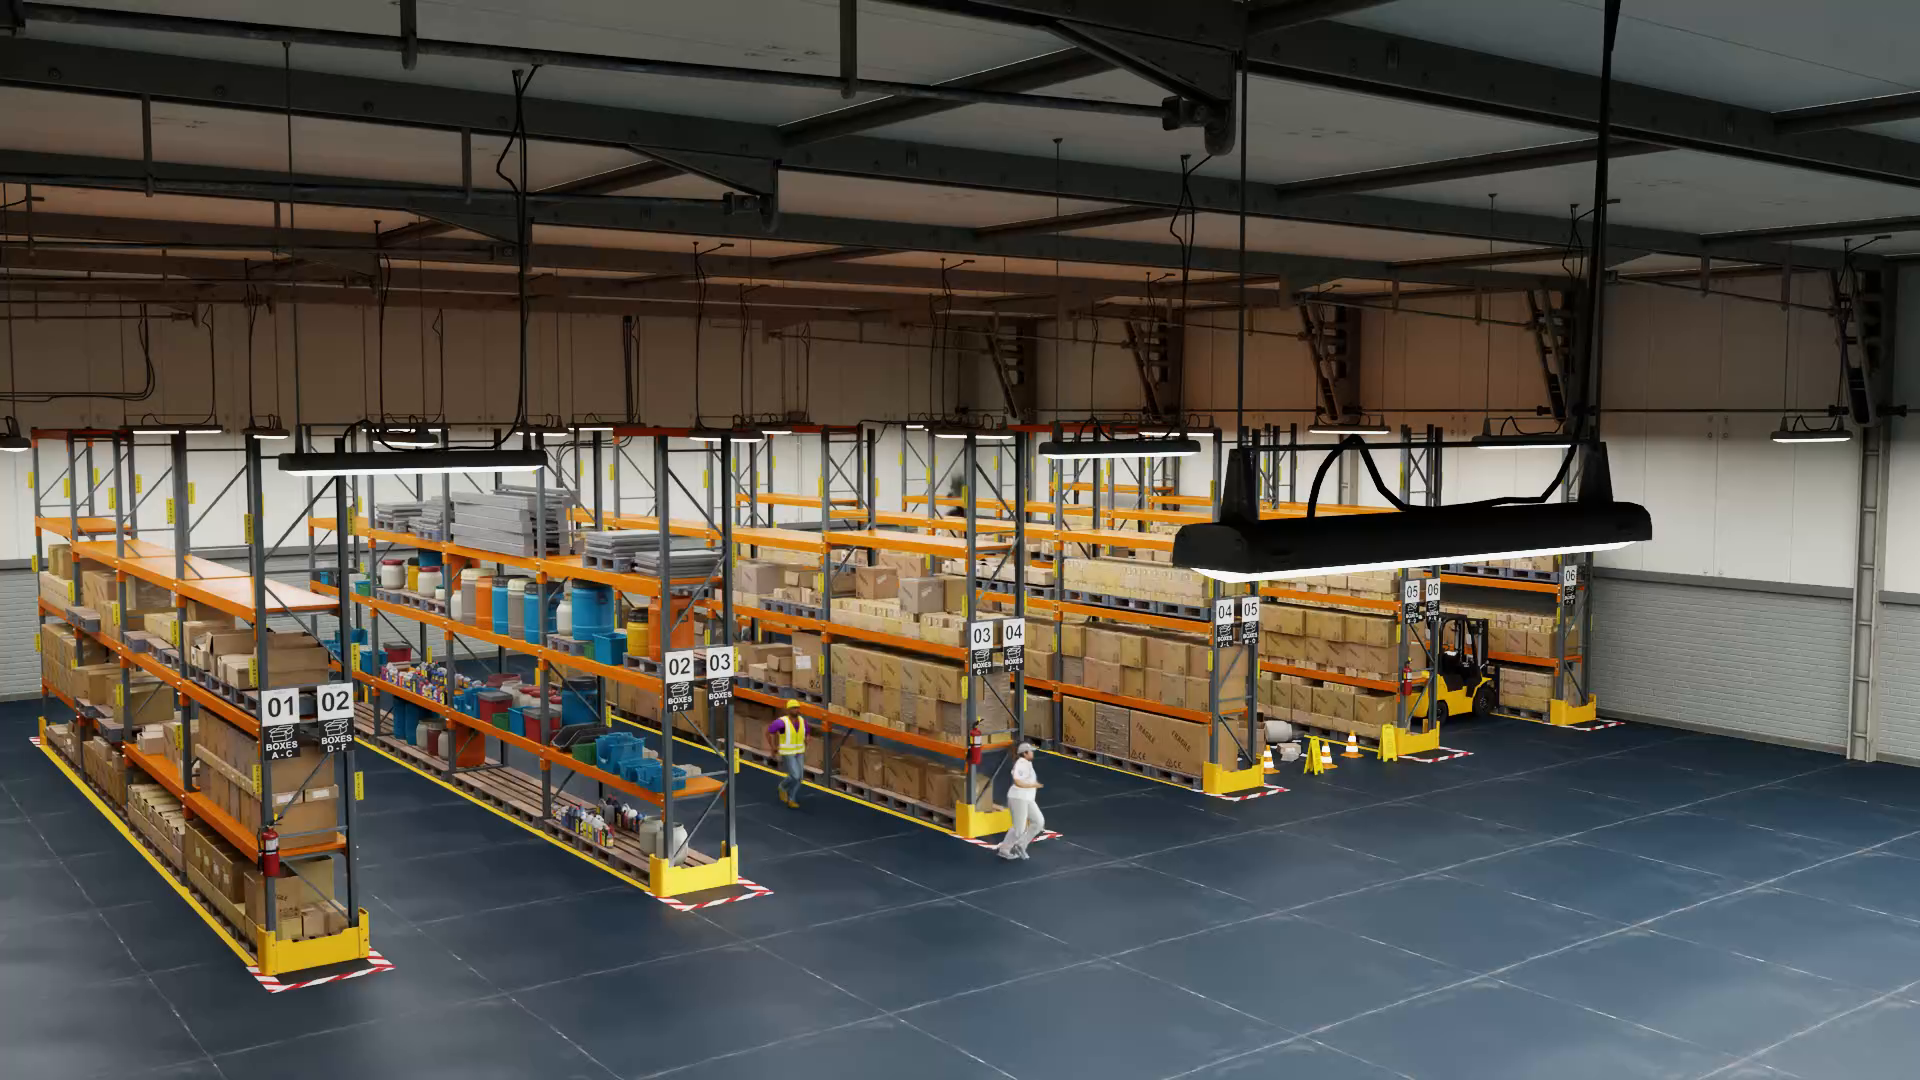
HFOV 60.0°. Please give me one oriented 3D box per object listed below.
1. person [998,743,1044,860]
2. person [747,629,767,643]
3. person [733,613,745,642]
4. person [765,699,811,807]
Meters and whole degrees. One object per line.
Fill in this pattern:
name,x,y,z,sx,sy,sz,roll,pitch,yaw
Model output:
person,0.908,3.690,23.491,0.628,1.651,0.622,2,5,19
person,-5.033,2.215,41.858,0.656,1.609,0.577,0,4,-5
person,-5.572,2.186,41.832,0.779,1.774,0.682,-3,5,-30
person,-2.644,3.398,26.412,0.712,1.730,0.599,-4,6,-40
